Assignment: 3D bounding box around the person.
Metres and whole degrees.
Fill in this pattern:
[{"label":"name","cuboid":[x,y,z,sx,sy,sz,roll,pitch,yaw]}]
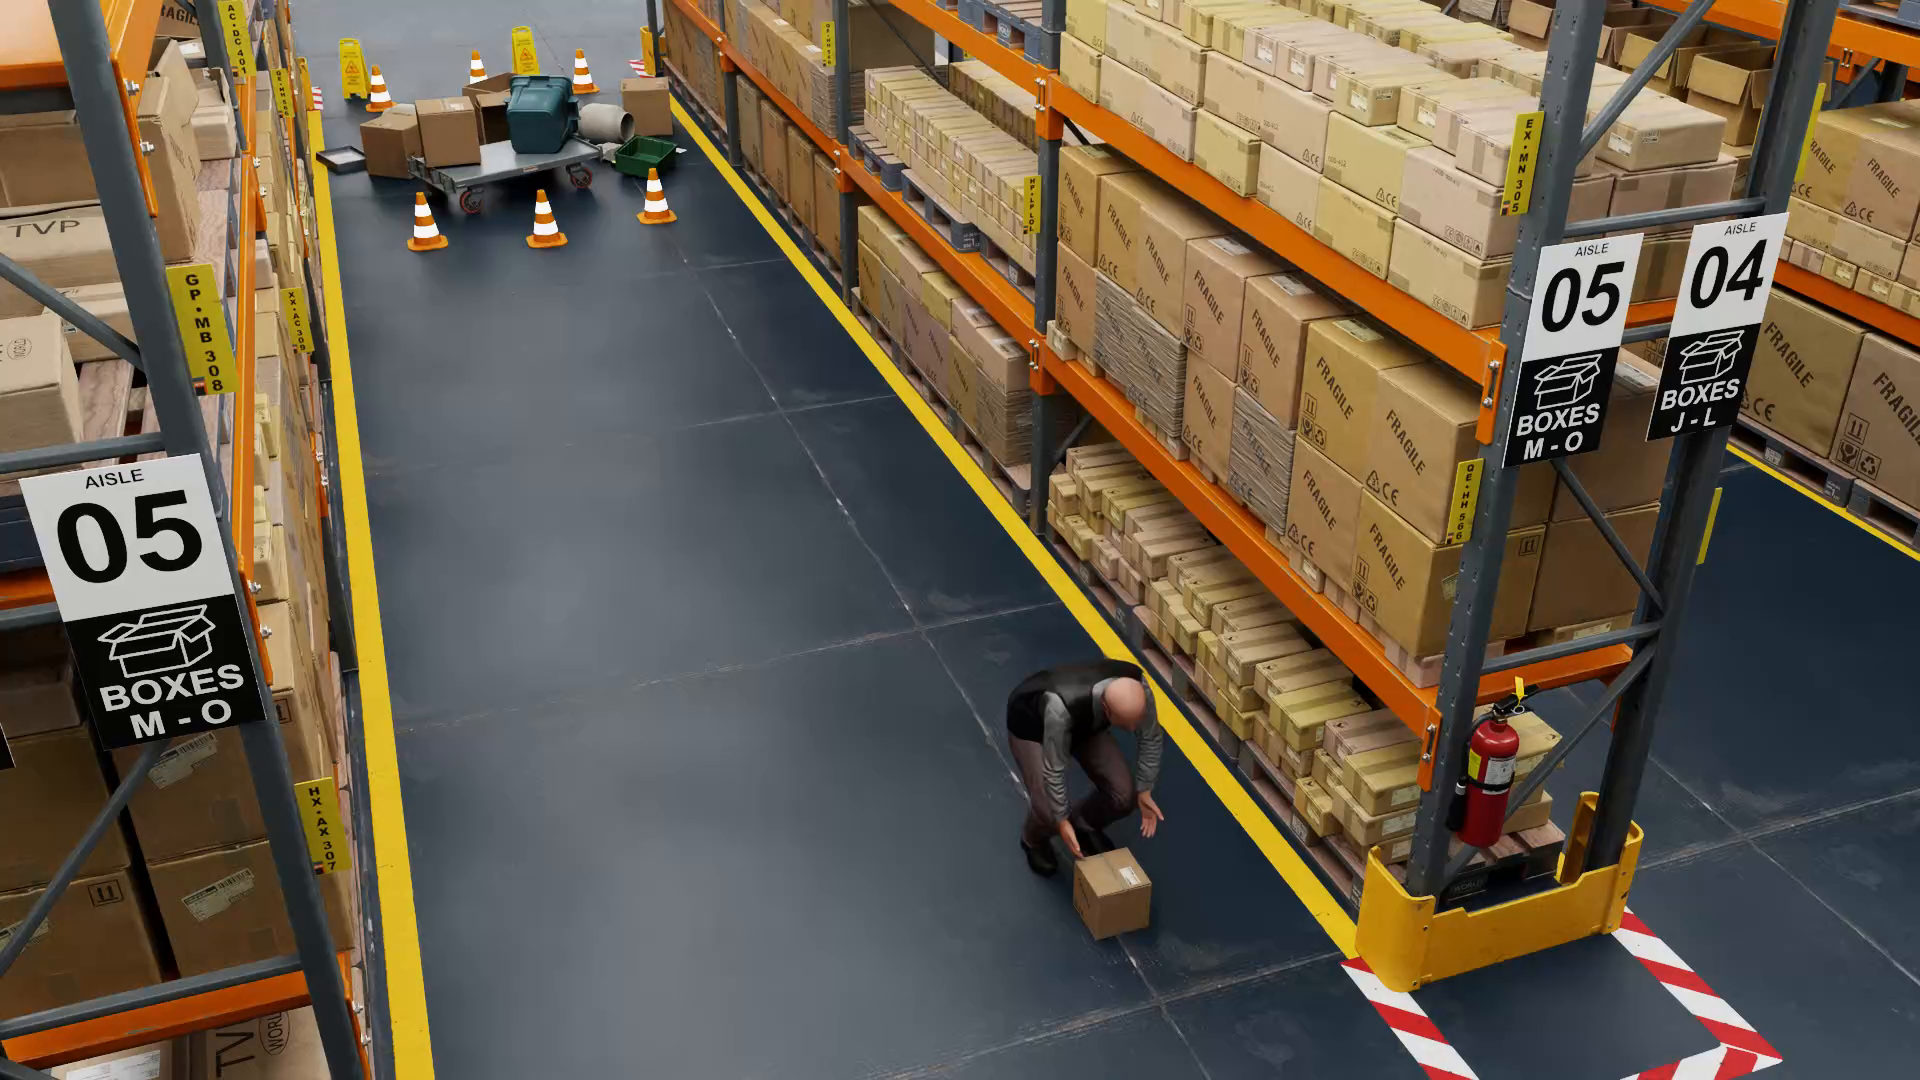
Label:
[{"label":"person","cuboid":[0.554,1.023,7.299,0.549,1.008,0.852,-11,31,-19]}]
